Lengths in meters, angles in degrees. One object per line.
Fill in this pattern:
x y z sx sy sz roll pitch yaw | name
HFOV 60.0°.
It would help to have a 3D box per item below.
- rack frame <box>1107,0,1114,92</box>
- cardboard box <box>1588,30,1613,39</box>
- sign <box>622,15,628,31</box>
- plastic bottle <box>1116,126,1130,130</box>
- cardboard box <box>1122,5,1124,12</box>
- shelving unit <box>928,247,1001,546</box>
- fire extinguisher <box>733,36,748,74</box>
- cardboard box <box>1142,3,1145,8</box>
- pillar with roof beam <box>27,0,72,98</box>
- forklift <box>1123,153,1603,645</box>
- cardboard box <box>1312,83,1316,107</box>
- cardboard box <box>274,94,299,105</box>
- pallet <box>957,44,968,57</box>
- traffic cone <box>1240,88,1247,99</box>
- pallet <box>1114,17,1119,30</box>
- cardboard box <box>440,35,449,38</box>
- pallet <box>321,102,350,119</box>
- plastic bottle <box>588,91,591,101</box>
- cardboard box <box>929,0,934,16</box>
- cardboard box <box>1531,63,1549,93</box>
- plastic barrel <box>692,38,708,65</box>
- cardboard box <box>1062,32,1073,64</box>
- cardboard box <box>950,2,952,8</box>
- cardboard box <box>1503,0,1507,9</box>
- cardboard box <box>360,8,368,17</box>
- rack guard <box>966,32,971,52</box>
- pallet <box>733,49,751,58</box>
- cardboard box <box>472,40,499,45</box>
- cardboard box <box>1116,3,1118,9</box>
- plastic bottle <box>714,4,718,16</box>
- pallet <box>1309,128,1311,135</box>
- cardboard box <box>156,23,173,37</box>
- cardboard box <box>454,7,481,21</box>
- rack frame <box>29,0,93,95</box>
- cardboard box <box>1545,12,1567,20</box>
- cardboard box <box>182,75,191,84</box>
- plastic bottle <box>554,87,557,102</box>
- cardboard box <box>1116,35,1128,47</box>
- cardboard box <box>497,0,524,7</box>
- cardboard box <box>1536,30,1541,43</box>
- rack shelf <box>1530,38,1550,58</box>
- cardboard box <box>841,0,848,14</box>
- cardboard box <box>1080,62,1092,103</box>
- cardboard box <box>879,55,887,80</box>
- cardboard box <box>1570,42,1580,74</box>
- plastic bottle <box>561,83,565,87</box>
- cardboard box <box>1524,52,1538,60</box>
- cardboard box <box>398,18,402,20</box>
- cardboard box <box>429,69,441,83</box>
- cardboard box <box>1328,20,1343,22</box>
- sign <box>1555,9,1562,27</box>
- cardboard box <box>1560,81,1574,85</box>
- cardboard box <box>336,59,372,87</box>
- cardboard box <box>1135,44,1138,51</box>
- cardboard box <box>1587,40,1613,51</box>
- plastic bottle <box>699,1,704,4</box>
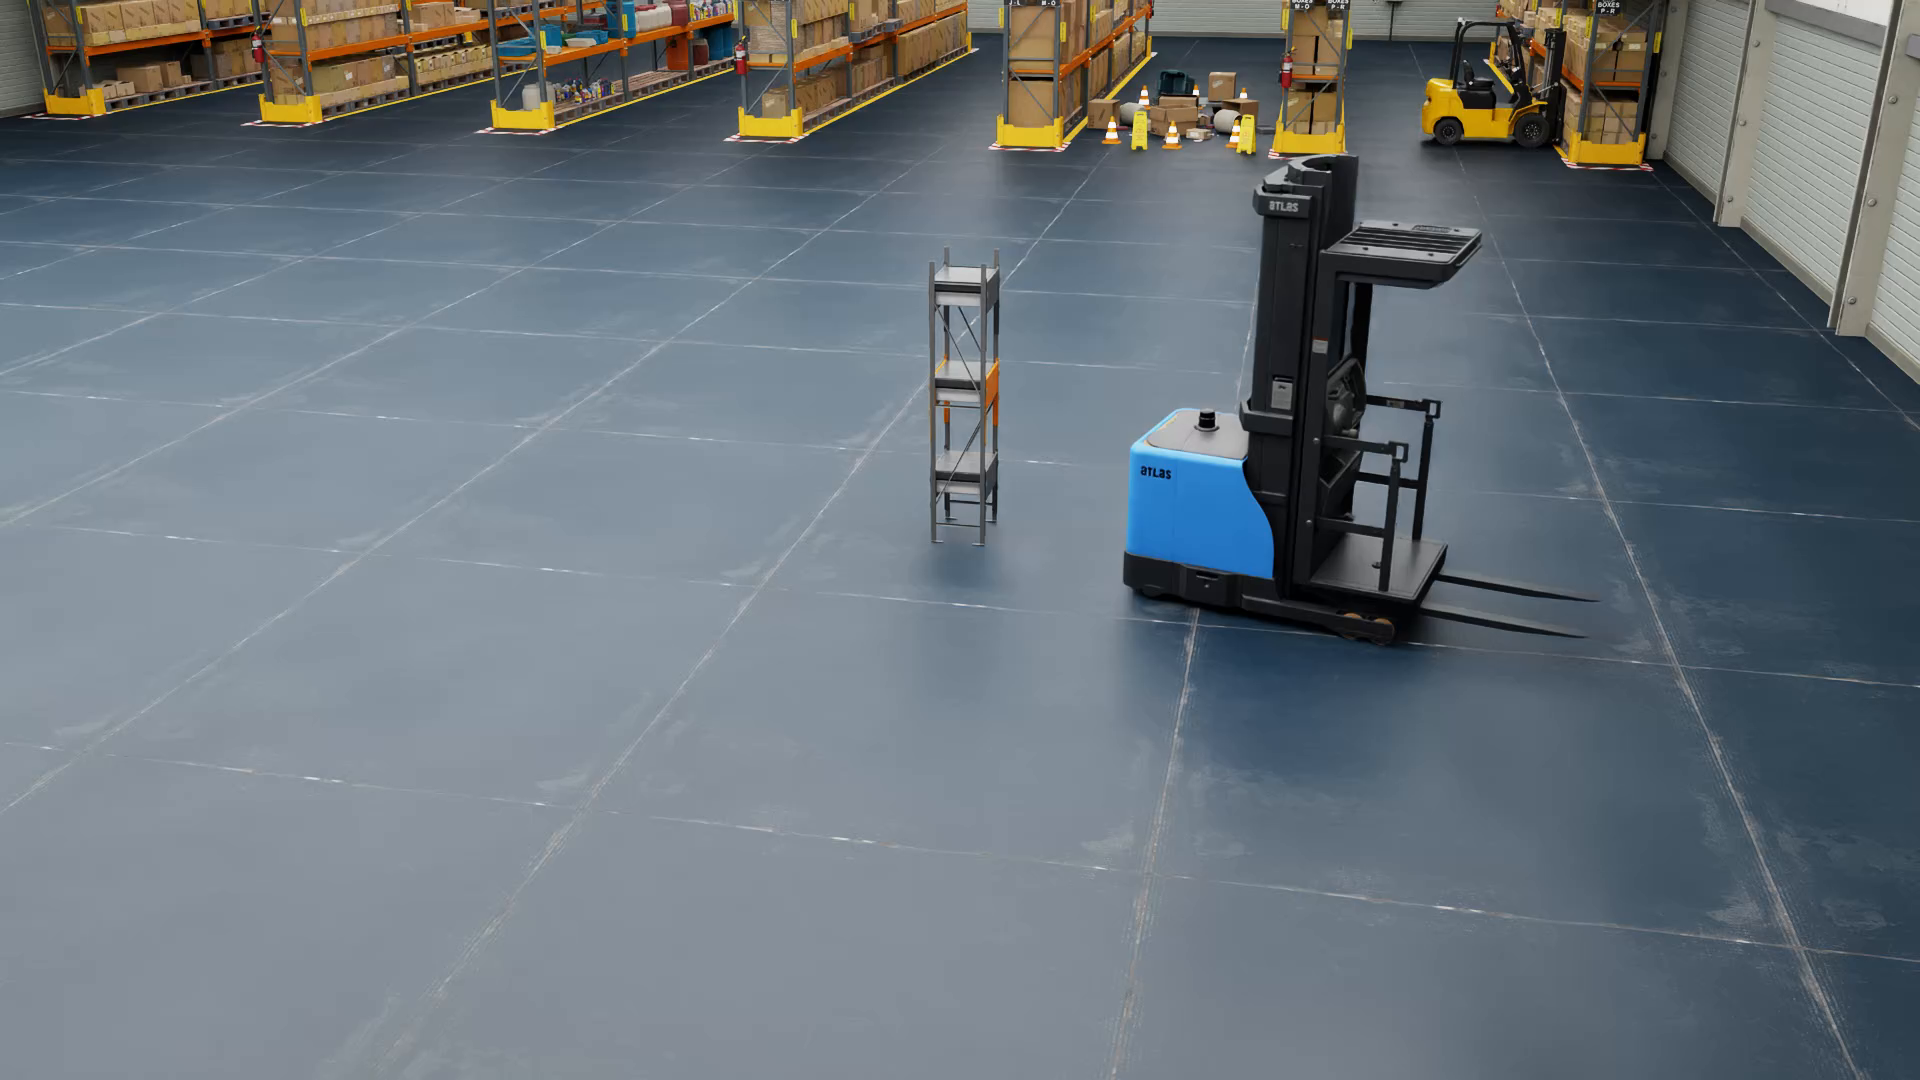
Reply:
2.904 -11.490 36.867 1.000 3.000 0.127 4 22 11 | rack frame
10.885 -8.571 28.221 0.380 0.149 0.250 4 22 11 | cardboard box
-7.060 -10.902 35.037 0.100 0.325 0.005 4 22 11 | sign
3.114 -7.897 31.879 0.283 0.061 0.133 -3 22 -8 | plastic bottle
3.676 -12.593 39.380 0.380 0.149 0.250 3 22 8 | cardboard box
0.034 -1.035 12.112 0.431 2.100 0.503 4 22 11 | shelving unit
-4.038 -8.936 30.631 0.296 0.674 0.183 4 22 11 | fire extinguisher
4.594 -13.882 43.143 0.380 0.149 0.250 5 22 12 | cardboard box
-14.600 -12.888 32.309 9.100 9.000 0.400 4 22 11 | pillar with roof beam
2.675 -0.913 10.696 3.031 2.935 1.130 10 24 24 | forklift
6.891 -8.344 31.171 0.500 0.500 0.500 6 23 14 | cardboard box
-13.440 -8.873 33.489 0.500 0.250 0.500 4 22 11 | cardboard box
-0.385 -13.239 44.942 1.003 0.211 1.213 4 22 11 | pallet
5.837 -9.070 34.254 0.336 0.463 0.334 4 22 11 | traffic cone
2.945 -11.669 37.570 1.213 0.211 1.003 4 22 11 | pallet
-14.993 -14.552 47.254 0.700 0.500 0.500 4 22 11 | cardboard box
-13.145 -8.725 33.735 1.003 0.211 1.213 4 22 11 | pallet
-7.626 -9.100 34.090 0.097 0.201 0.097 0 22 0 | plastic bottle
-0.943 -13.222 41.035 0.500 0.500 0.500 5 22 11 | cardboard box
12.490 -9.638 34.887 0.875 0.625 0.625 5 23 13 | cardboard box
-6.466 -11.952 40.680 0.600 0.588 0.708 4 22 11 | plastic barrel
1.631 -9.171 30.908 0.875 0.550 0.550 4 22 11 | cardboard box
-0.412 -13.904 43.198 0.380 0.149 0.250 4 22 9 | cardboard box
13.704 -13.251 41.043 0.500 0.250 0.500 4 22 10 | cardboard box
-12.551 -10.966 34.564 0.380 0.149 0.250 5 22 12 | cardboard box
-0.294 -13.680 45.651 1.175 0.500 0.348 4 22 11 | rack guard
-5.851 -12.724 43.663 1.003 0.211 1.213 4 22 11 | pallet
-11.667 -12.066 41.054 0.500 0.500 0.500 5 23 13 | cardboard box
3.407 -12.248 38.126 0.380 0.149 0.250 4 22 11 | cardboard box
-5.982 -12.982 40.729 0.061 0.283 0.133 4 22 11 | plastic bottle
6.354 -7.252 30.078 1.003 0.211 1.213 4 22 11 | pallet
-17.292 -10.951 35.704 0.500 0.250 0.500 4 22 11 | cardboard box
-11.745 -12.490 39.471 0.500 0.311 0.500 6 23 14 | cardboard box
-18.111 -10.112 33.446 1.000 3.000 0.127 4 22 11 | rack frame
12.024 -10.553 33.538 0.380 0.149 0.250 5 22 12 | cardboard box
-17.374 -10.266 37.033 0.380 0.166 0.250 2 22 4 | cardboard box
-8.284 -9.088 33.950 0.061 0.283 0.133 4 22 11 | plastic bottle
3.698 -11.857 39.559 0.500 0.250 0.500 6 23 13 | cardboard box
-11.236 -13.461 41.066 0.700 0.500 0.500 9 24 21 | cardboard box
12.193 -10.375 34.301 0.500 0.250 0.500 4 22 10 | cardboard box
12.222 -9.707 33.404 1.077 0.370 4.000 4 22 11 | rack shelf
-2.570 -10.904 33.543 0.500 0.500 0.500 4 22 11 | cardboard box
2.126 -9.412 34.157 1.050 0.750 0.750 4 22 11 | cardboard box
-2.048 -10.703 37.670 0.700 0.500 0.500 3 22 8 | cardboard box
11.061 -8.469 29.234 0.500 0.500 0.500 4 22 10 | cardboard box
-8.280 -9.374 34.660 0.061 0.283 0.133 5 23 13 | plastic bottle
12.781 -10.791 37.048 0.380 0.149 0.250 3 22 8 | cardboard box
-15.161 -14.214 45.546 0.380 0.149 0.250 5 23 13 | cardboard box
-12.014 -10.433 37.362 0.500 0.250 0.500 5 22 12 | cardboard box
7.107 -9.689 31.865 0.500 0.500 0.500 4 22 10 | cardboard box
11.281 -9.847 31.346 0.100 0.325 0.005 4 22 11 | sign
11.294 -8.353 30.859 0.500 0.250 0.500 4 22 11 | cardboard box
-12.625 -9.730 34.613 0.500 0.500 0.500 4 22 11 | cardboard box
4.336 -12.547 42.348 0.380 0.149 0.250 4 22 11 | cardboard box
10.795 -8.342 28.049 0.380 0.149 0.250 5 22 12 | cardboard box
-6.506 -13.414 41.810 0.152 0.276 0.135 4 22 11 | plastic bottle
